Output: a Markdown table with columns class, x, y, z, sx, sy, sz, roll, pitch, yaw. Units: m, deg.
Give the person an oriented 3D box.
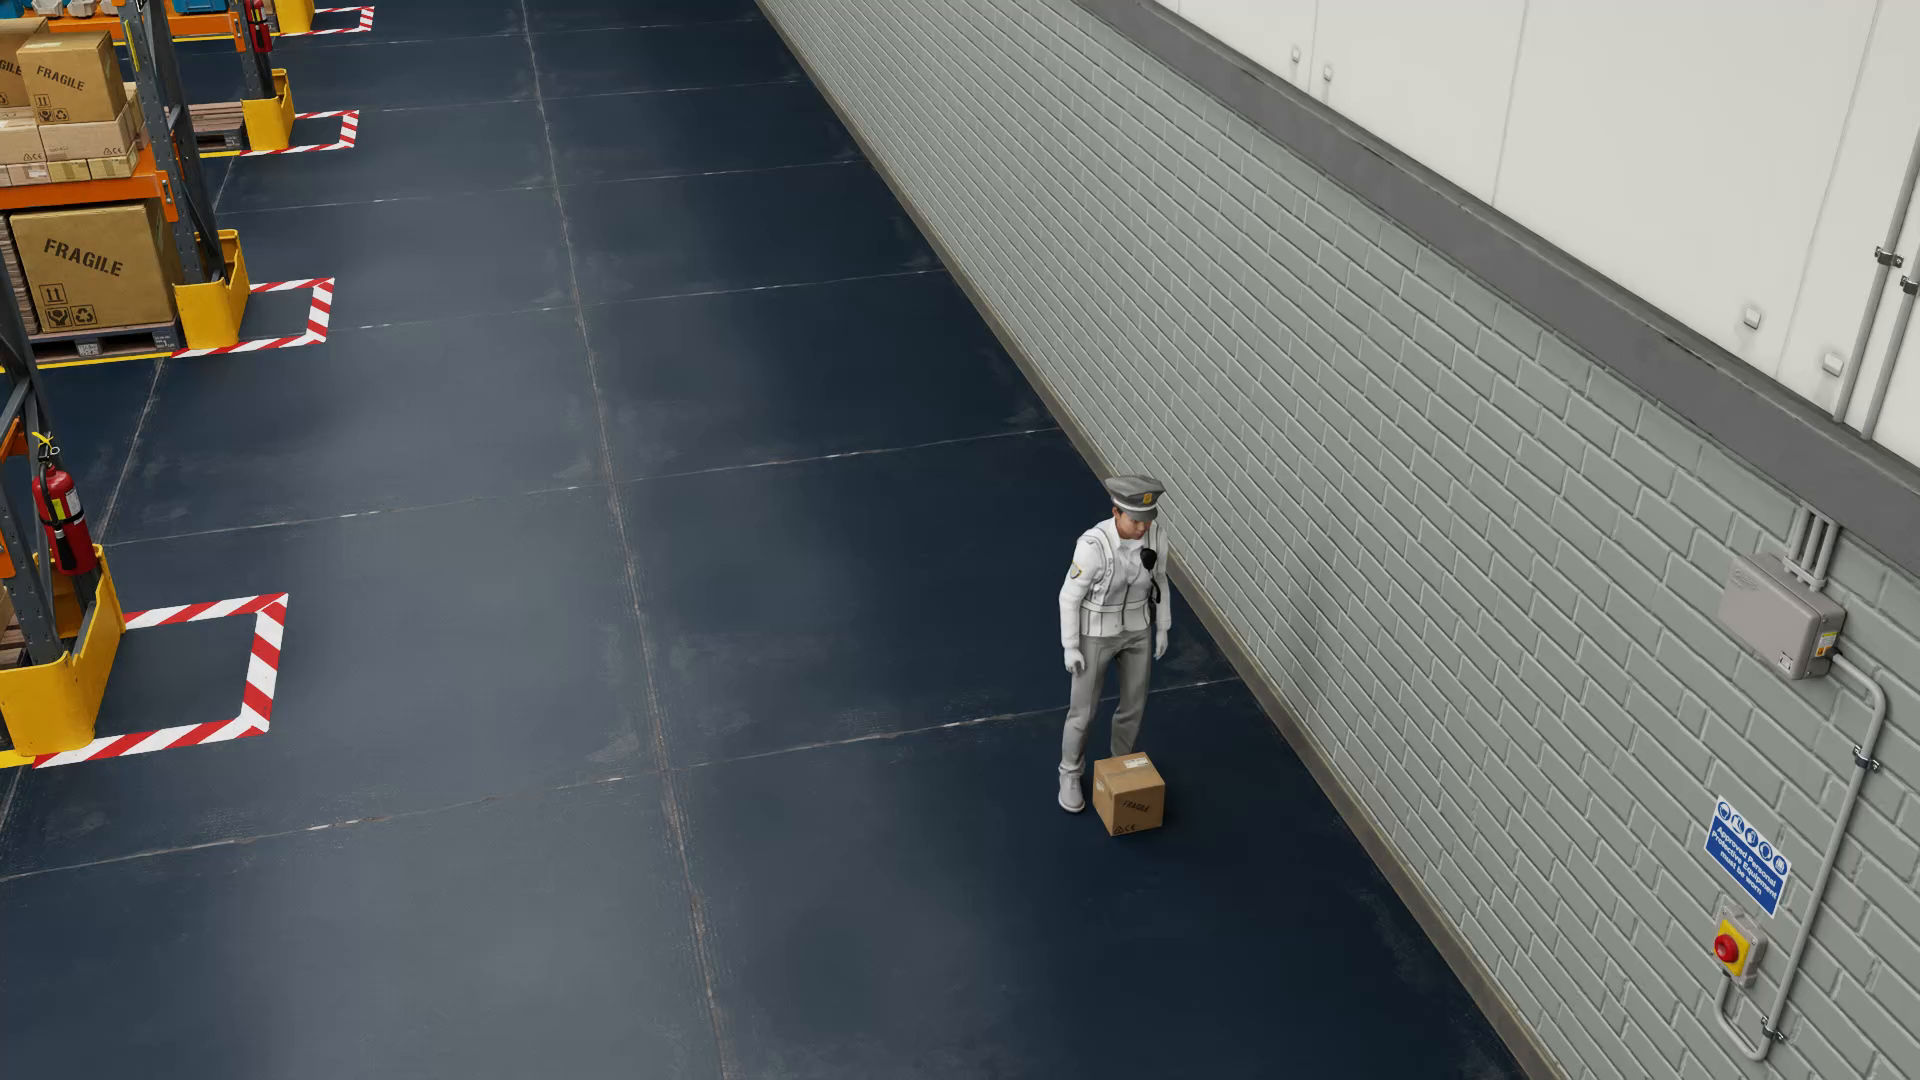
| class | x | y | z | sx | sy | sz | roll | pitch | yaw |
| --- | --- | --- | --- | --- | --- | --- | --- | --- | --- |
| person | 0.698 | 0.440 | 7.481 | 0.547 | 1.663 | 0.376 | -10 | 32 | -16 |
